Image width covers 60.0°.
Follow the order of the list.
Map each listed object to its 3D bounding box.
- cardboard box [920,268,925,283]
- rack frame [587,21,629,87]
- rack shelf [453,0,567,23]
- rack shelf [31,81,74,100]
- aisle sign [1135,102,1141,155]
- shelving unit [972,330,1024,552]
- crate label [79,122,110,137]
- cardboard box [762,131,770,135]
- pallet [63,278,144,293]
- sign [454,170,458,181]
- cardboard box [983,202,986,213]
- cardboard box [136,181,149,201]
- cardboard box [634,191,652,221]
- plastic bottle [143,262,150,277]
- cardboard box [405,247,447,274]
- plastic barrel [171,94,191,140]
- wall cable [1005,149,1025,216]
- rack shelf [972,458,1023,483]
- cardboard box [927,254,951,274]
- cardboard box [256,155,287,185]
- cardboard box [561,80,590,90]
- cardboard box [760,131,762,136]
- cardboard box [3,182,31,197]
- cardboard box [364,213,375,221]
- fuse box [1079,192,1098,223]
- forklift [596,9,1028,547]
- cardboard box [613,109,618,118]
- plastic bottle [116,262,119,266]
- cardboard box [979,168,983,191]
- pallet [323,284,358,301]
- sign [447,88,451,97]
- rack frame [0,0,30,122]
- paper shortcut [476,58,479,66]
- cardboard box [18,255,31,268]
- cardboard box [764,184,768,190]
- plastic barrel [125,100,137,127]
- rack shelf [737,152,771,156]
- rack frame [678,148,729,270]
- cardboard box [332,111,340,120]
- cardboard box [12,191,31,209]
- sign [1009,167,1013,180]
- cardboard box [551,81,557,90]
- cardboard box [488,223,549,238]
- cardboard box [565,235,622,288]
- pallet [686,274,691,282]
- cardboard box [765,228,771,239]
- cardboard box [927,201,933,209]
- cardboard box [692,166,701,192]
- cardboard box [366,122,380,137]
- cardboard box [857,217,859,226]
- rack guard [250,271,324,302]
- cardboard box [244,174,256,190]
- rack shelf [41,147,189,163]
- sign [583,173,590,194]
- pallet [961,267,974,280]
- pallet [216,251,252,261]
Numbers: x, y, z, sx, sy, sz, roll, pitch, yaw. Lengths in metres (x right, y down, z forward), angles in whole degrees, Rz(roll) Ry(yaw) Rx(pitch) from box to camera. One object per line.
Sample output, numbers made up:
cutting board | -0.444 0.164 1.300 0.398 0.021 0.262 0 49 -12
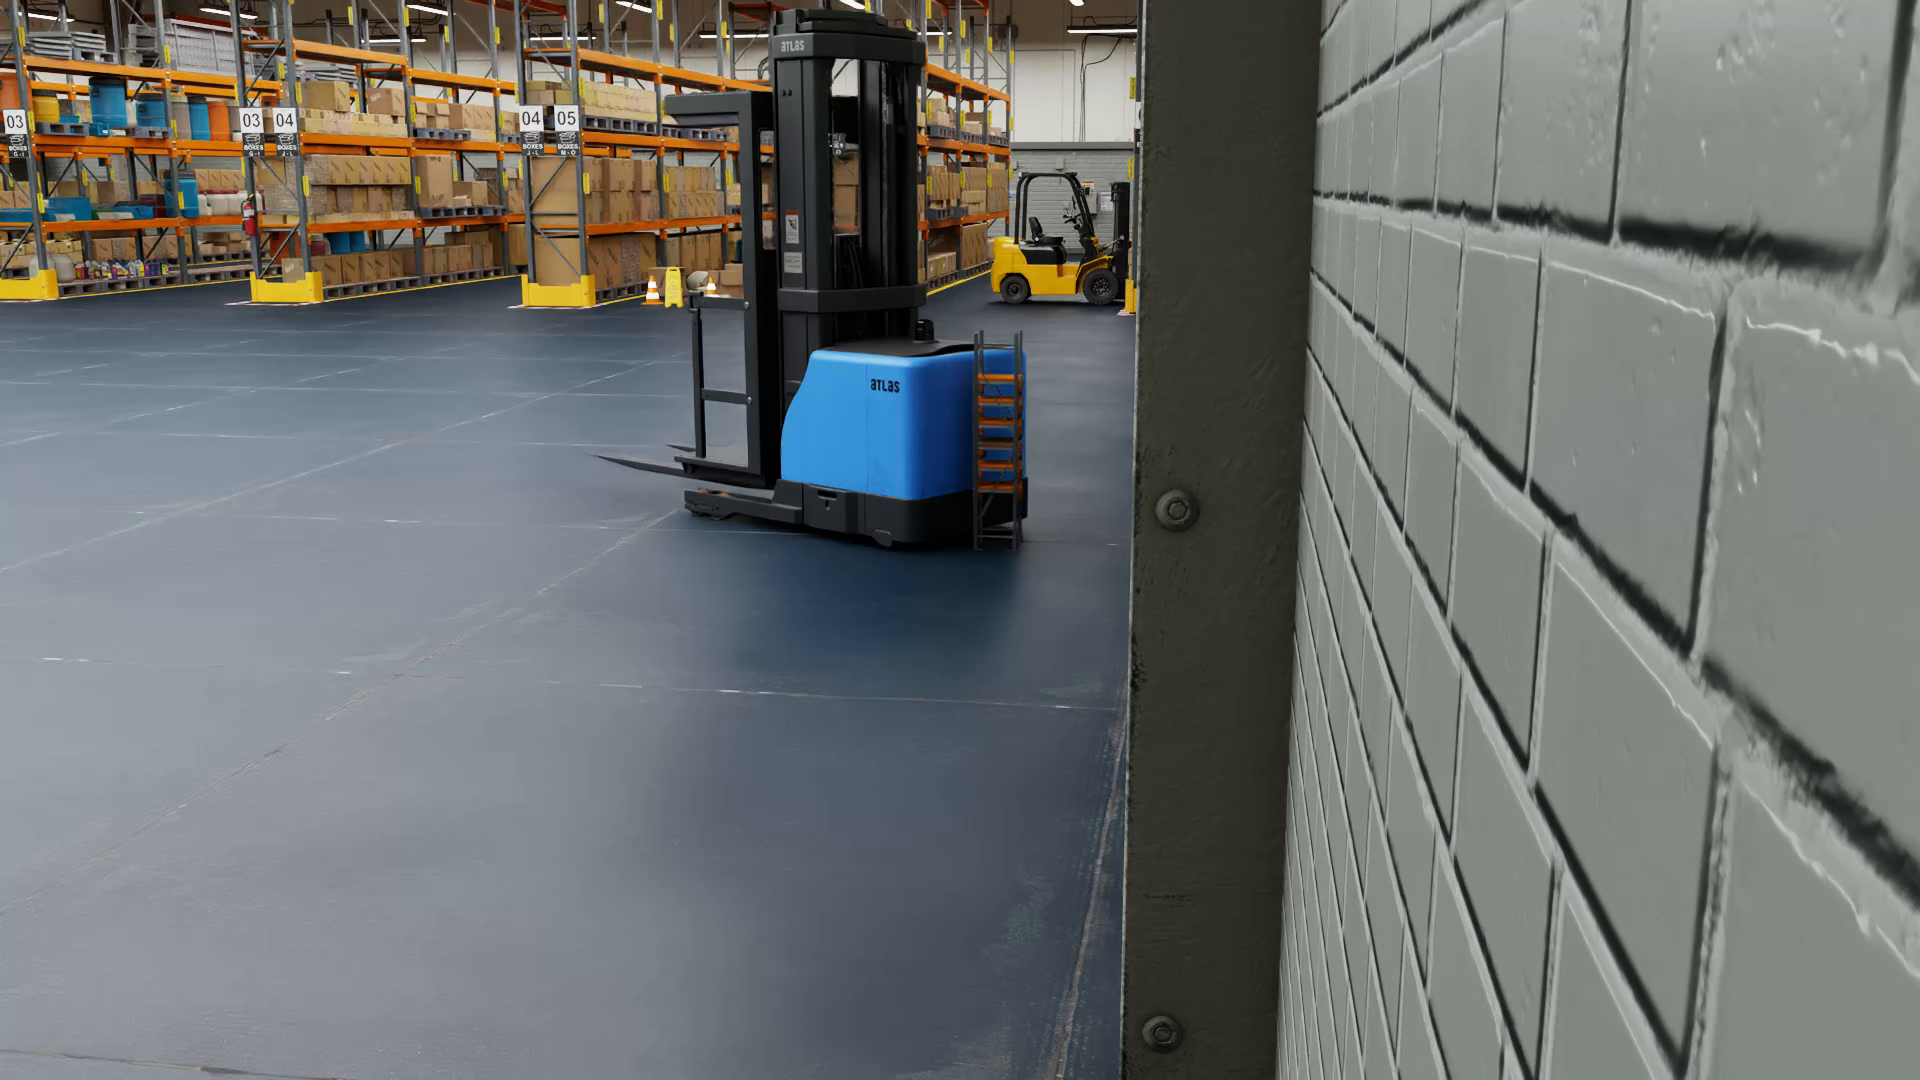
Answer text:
cardboard box | -0.926 -4.776 30.064 0.500 0.250 0.500 2 12 11
rack frame | -9.047 -11.798 42.879 1.000 3.000 0.127 2 12 9
rack shelf | -9.970 -11.822 36.809 1.077 0.370 4.000 2 12 9
rack shelf | -20.373 -9.491 34.831 1.077 0.370 4.000 2 12 9
aisle sign | 2.889 -6.321 25.531 0.394 0.787 0.004 2 12 9
shelving unit | 0.211 -0.545 9.173 0.258 1.200 0.189 2 12 10
crate label | -15.787 -7.468 30.259 0.502 0.251 0.408 2 12 9
cardboard box | -4.466 -9.581 38.880 0.500 0.250 0.500 2 12 11
pallet | -16.116 -4.772 31.134 1.003 0.211 1.213 2 12 9
sign | -10.826 -7.784 35.742 0.100 0.325 0.005 2 12 9
cardboard box | 0.310 -7.537 37.702 0.500 0.250 0.500 2 12 7
cardboard box | -19.661 -8.239 39.370 0.700 0.500 0.500 -1 12 -6
cardboard box | -6.114 -6.067 30.168 0.875 0.550 0.550 2 12 9
plastic bottle | -15.614 -5.197 31.890 0.061 0.283 0.133 3 12 12
cardboard box | -10.685 -5.587 33.185 0.700 0.500 0.500 2 12 8
plastic barrel | -15.822 -8.489 33.452 0.600 0.901 0.600 0 12 0
wall cable | 1.589 -10.231 47.361 0.585 1.953 0.123 2 12 9
rack shelf | 0.211 -0.384 9.207 0.258 0.103 0.180 2 12 10
cardboard box | -0.688 -5.529 33.268 0.950 0.372 0.625 2 12 8
cardboard box | -11.667 -6.341 28.478 0.500 0.500 0.500 2 12 9
cardboard box | -6.257 -7.400 27.059 0.380 0.149 0.250 2 12 9
cardboard box | -4.944 -9.496 38.084 0.700 0.500 0.500 2 12 9
cardboard box | -24.246 -8.773 42.372 0.980 0.700 0.700 2 12 10
cardboard box | -10.880 -5.879 30.248 0.380 0.149 0.250 2 12 9
fuse box | 3.642 -8.991 47.151 0.539 1.711 0.414 2 12 9
forklift | -1.053 -1.626 10.082 3.031 2.935 1.130 10 16 39
cardboard box | -6.059 -7.275 28.371 0.380 0.149 0.250 2 12 8
plastic bottle | -16.224 -5.221 32.031 0.097 0.271 0.097 0 12 0
cardboard box | 0.237 -8.040 37.072 0.500 0.500 0.500 2 12 10
pallet | -11.336 -4.356 29.203 1.003 0.211 1.213 2 12 9
sign | -13.395 -11.787 43.591 0.100 0.325 0.005 2 12 9
rack frame | -16.402 -8.628 28.169 1.000 3.000 0.127 2 12 9
paper shortcut | -10.593 -10.493 36.492 0.009 0.170 0.078 12 -17 6
cardboard box | -20.138 -5.947 35.497 0.500 0.250 0.500 2 12 10
cardboard box | -4.646 -8.135 38.307 0.380 0.149 0.250 2 12 11
plastic barrel | -16.047 -8.171 31.906 0.421 0.512 0.421 0 12 0
rack shelf | -4.469 -9.382 40.496 1.077 0.370 4.000 2 12 9
rack frame | -5.392 -7.019 34.941 1.000 3.000 0.127 2 12 9
cardboard box | -11.031 -7.385 28.930 0.380 0.149 0.250 2 12 9
cardboard box | -20.307 -7.221 35.643 0.500 0.500 0.500 1 12 6
sign | 1.279 -9.206 41.780 0.100 0.325 0.005 2 12 9
cardboard box | -6.866 -7.474 27.402 0.380 0.149 0.250 2 12 9
cardboard box | -10.006 -6.695 37.487 1.225 0.875 0.875 2 12 9
cardboard box | -6.450 -4.846 28.908 0.875 0.875 0.875 2 12 8
pallet | -5.778 -5.241 33.309 1.003 0.211 1.213 2 12 9
cardboard box | -4.642 -7.038 38.187 0.500 0.250 0.500 2 12 7
cardboard box | -0.703 -6.234 30.899 0.380 0.149 0.250 2 12 9
cardboard box | -5.624 -7.251 33.408 0.700 0.500 0.500 2 12 8
cardboard box | -10.868 -7.443 30.145 0.500 0.250 0.500 2 12 8
cardboard box | -1.459 -5.155 26.890 0.380 0.149 0.250 2 12 9
rack guard | -11.496 -4.329 28.393 1.175 0.500 0.348 2 12 9
cardboard box | -18.784 -9.410 43.428 0.500 0.500 0.500 2 12 10
rack shelf | -19.758 -9.053 38.969 1.077 0.370 4.000 2 12 9
sign | -6.075 -5.796 27.024 0.100 0.325 0.005 2 12 9
pallet | -0.290 -5.678 35.338 1.003 0.211 1.213 2 12 9
pallet | -19.158 -7.389 43.280 1.003 0.211 1.213 2 12 9
